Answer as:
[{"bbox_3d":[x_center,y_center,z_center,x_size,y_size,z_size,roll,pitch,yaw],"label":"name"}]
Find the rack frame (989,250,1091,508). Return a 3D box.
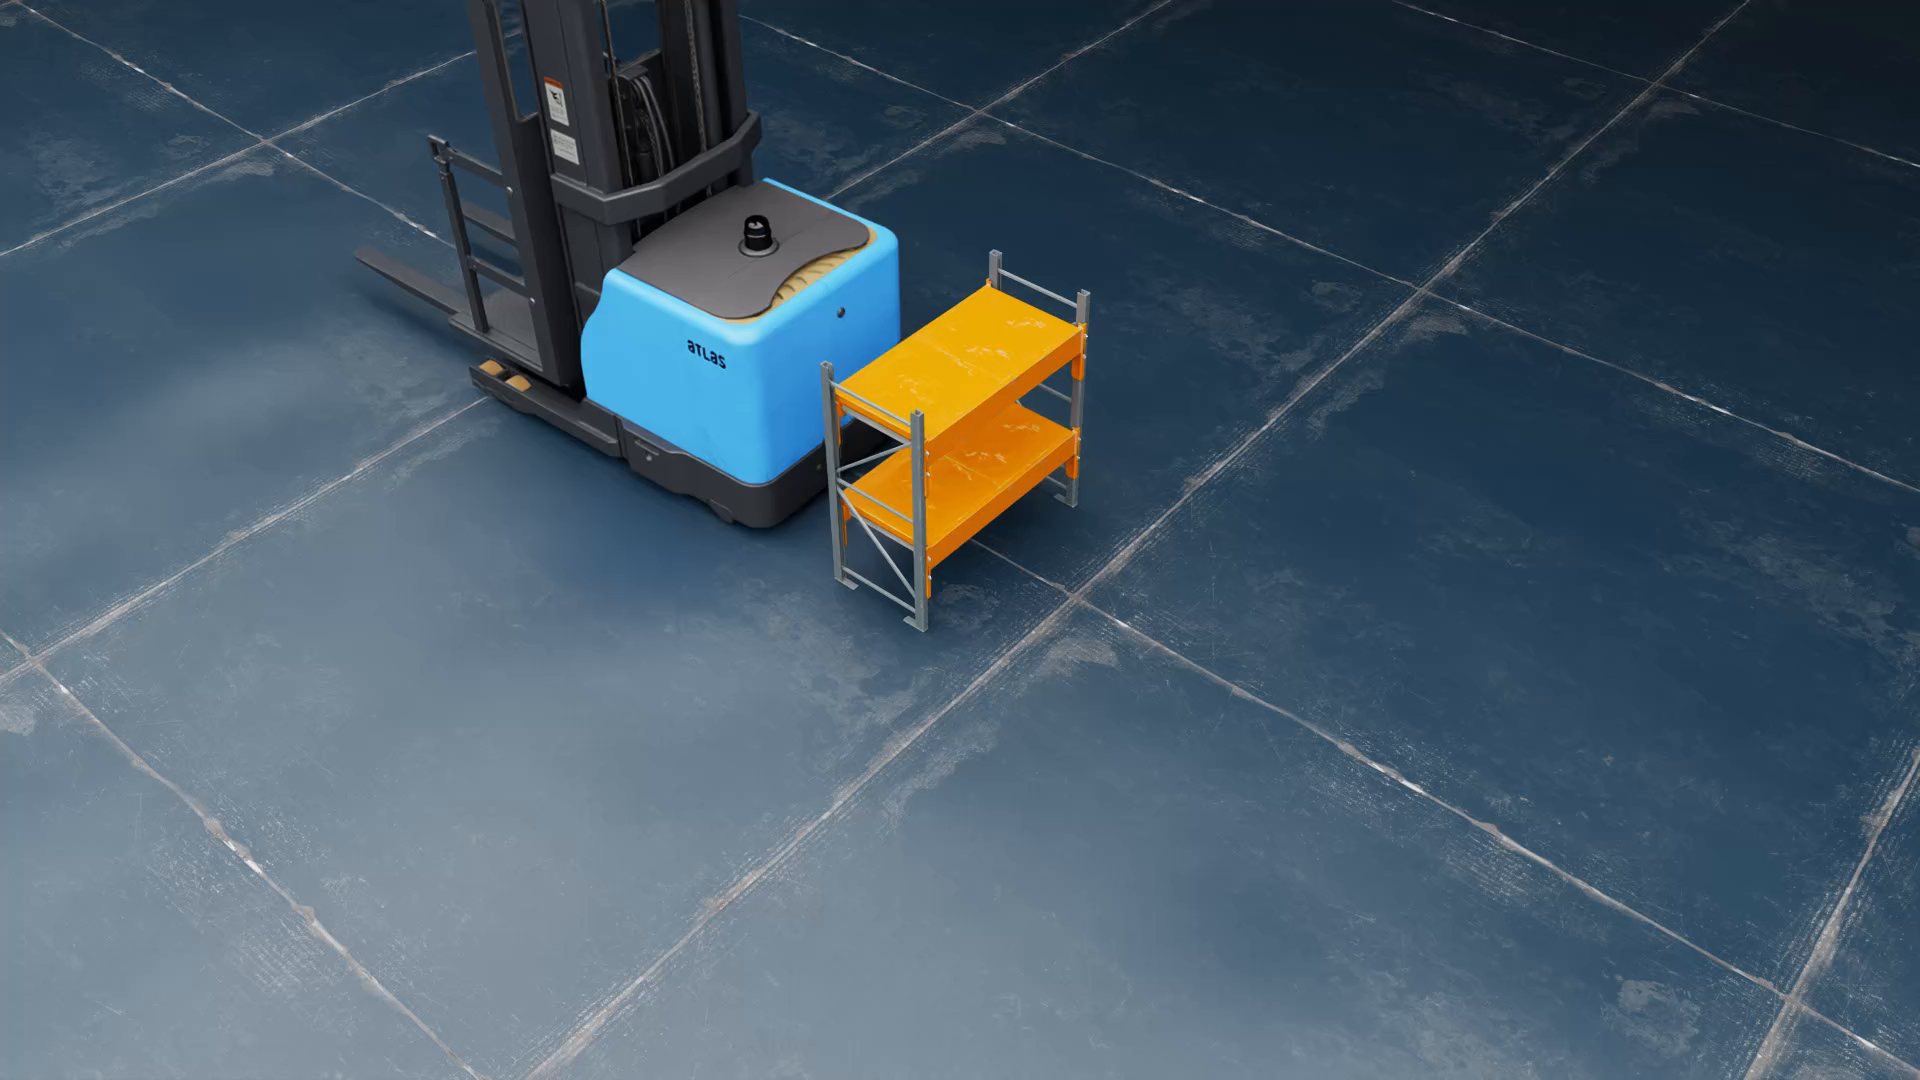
[{"bbox_3d":[0.323,-0.674,7.156,0.500,1.125,0.032,29,50,28],"label":"rack frame"}]

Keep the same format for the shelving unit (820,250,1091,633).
[{"bbox_3d":[-0.004,-0.413,6.868,0.538,1.125,1.048,29,50,28],"label":"shelving unit"}]

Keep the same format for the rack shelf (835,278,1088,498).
[{"bbox_3d":[-0.004,-0.629,6.671,0.538,0.278,1.000,29,50,28],"label":"rack shelf"}]

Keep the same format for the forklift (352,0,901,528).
[{"bbox_3d":[-1.725,-1.954,7.221,3.031,2.935,1.130,27,49,27],"label":"forklift"}]

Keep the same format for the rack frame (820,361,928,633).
[{"bbox_3d":[-0.331,-0.151,6.580,0.500,1.125,0.032,29,50,28],"label":"rack frame"}]

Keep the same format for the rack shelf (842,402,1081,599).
[{"bbox_3d":[-0.004,-0.232,7.032,0.538,0.278,1.000,29,50,28],"label":"rack shelf"}]
